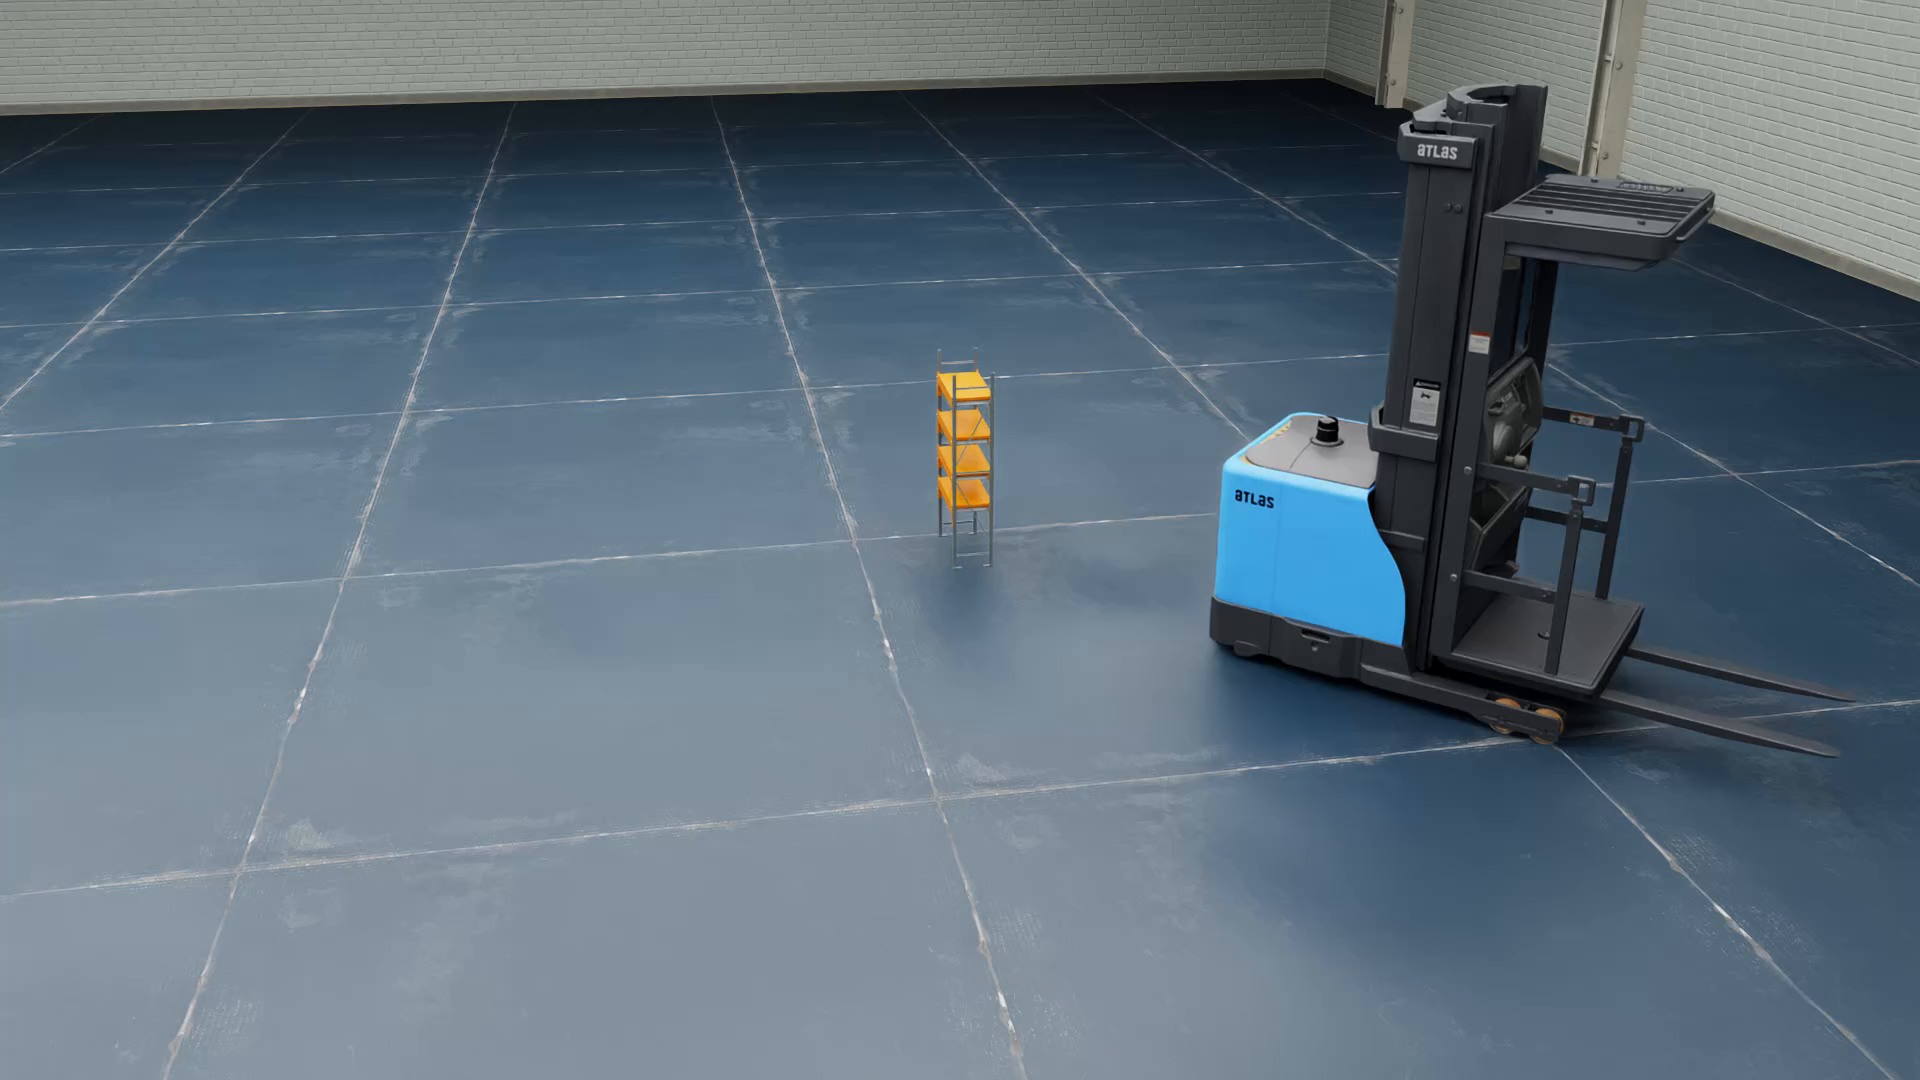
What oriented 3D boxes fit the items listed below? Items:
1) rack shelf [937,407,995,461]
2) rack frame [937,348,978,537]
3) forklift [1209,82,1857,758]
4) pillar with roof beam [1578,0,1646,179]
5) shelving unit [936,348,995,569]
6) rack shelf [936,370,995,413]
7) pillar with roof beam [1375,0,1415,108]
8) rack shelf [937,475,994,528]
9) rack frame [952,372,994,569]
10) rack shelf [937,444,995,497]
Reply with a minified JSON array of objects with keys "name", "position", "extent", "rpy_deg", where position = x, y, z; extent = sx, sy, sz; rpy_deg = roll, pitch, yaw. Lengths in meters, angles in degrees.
[{"name":"rack shelf","position":[0.031,-0.628,9.798],"extent":[0.258,0.148,0.480],"rpy_deg":[-4,24,-10]},{"name":"rack frame","position":[-0.014,-0.581,10.081],"extent":[0.240,1.200,0.015],"rpy_deg":[-4,24,-10]},{"name":"forklift","position":[2.850,-0.603,7.970],"extent":[3.031,2.935,1.130],"rpy_deg":[14,27,30]},{"name":"pillar with roof beam","position":[3.460,-8.098,17.548],"extent":[9.100,9.000,0.400],"rpy_deg":[-4,24,-10]},{"name":"shelving unit","position":[0.031,-0.485,9.861],"extent":[0.258,1.200,0.503],"rpy_deg":[-4,24,-10]},{"name":"rack shelf","position":[0.031,-0.845,9.704],"extent":[0.258,0.148,0.480],"rpy_deg":[-4,24,-10]},{"name":"pillar with roof beam","position":[2.350,-10.458,22.951],"extent":[9.100,9.000,0.400],"rpy_deg":[-4,24,-10]},{"name":"rack shelf","position":[0.031,-0.241,9.967],"extent":[0.258,0.148,0.480],"rpy_deg":[-4,24,-10]},{"name":"rack frame","position":[0.076,-0.389,9.641],"extent":[0.240,1.200,0.015],"rpy_deg":[-4,24,-10]},{"name":"rack shelf","position":[0.031,-0.423,9.888],"extent":[0.258,0.148,0.480],"rpy_deg":[-4,24,-10]}]
